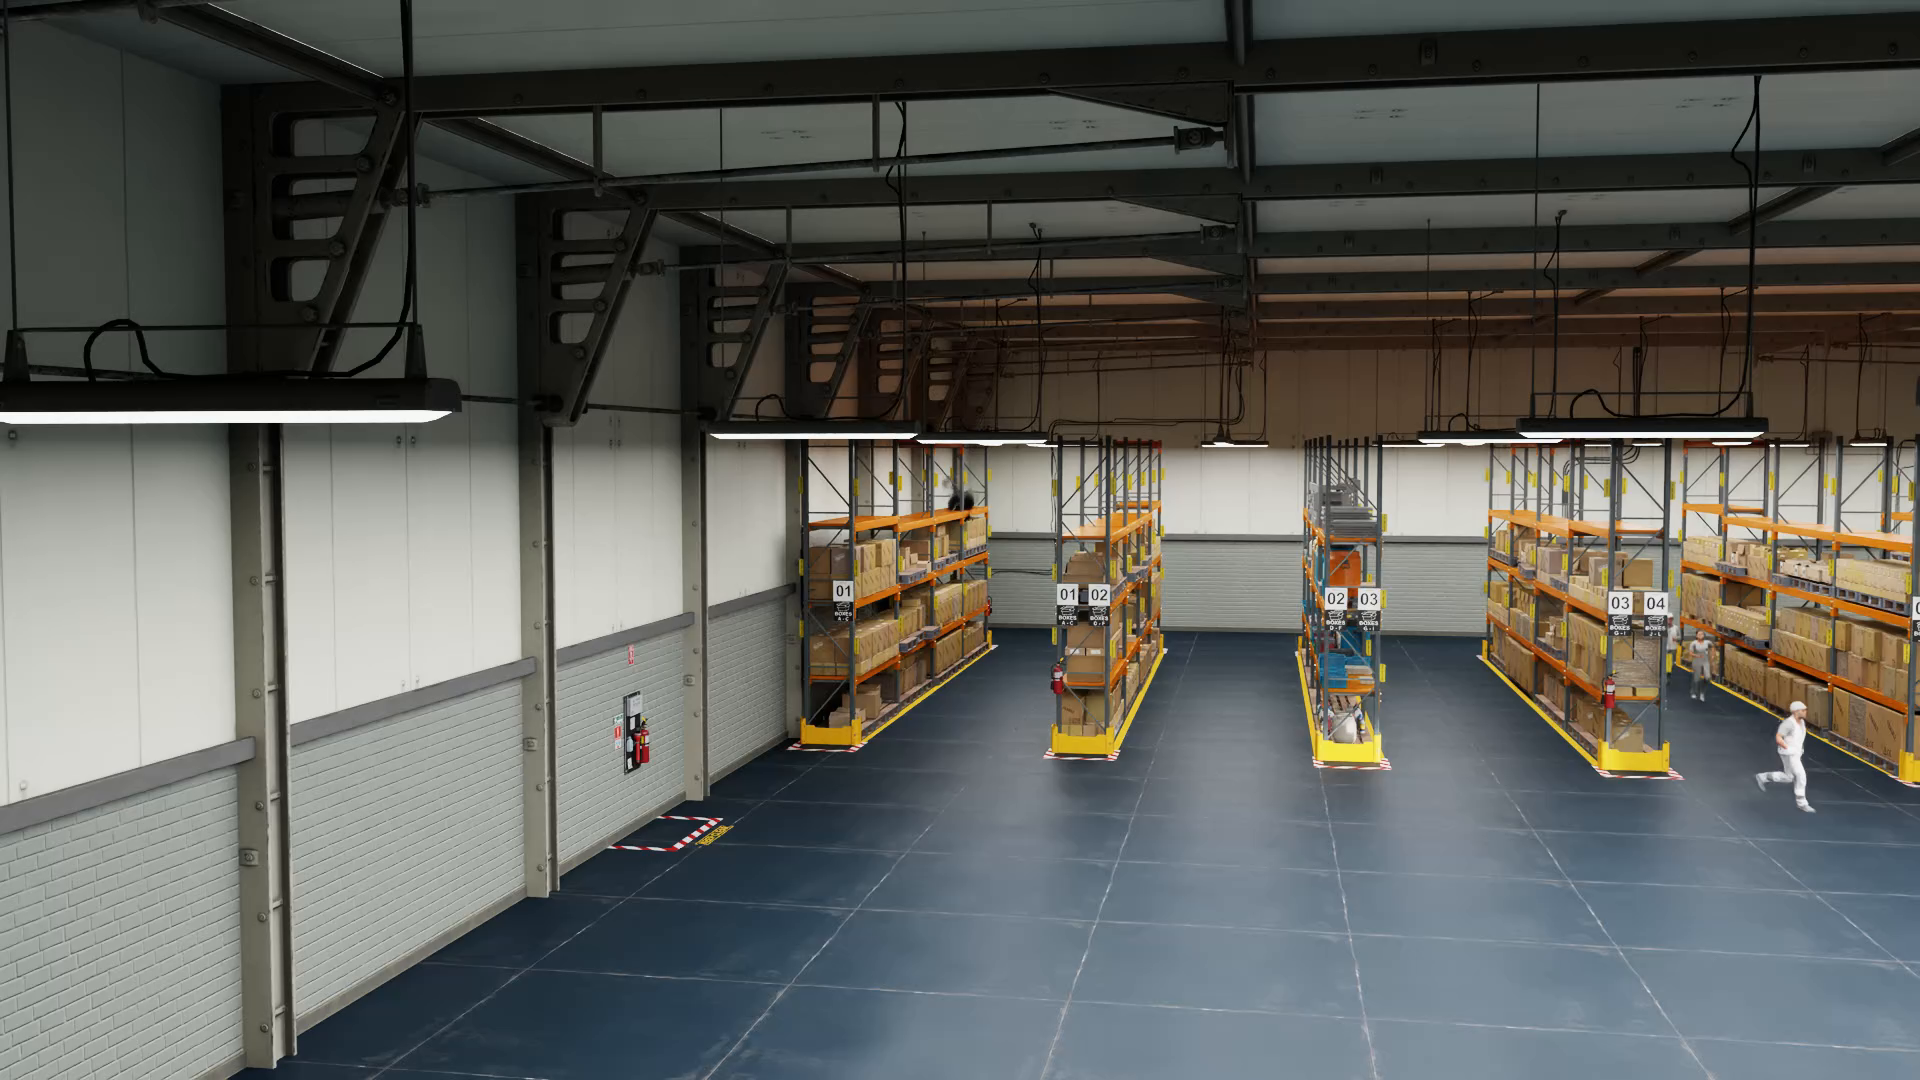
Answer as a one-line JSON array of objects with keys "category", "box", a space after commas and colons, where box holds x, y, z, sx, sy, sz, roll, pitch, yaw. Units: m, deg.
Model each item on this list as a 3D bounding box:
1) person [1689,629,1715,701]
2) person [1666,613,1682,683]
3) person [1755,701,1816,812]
[{"category": "person", "box": [16.851, 2.956, 37.785, 0.574, 1.395, 0.829, 1, 3, 16]}, {"category": "person", "box": [17.213, 2.654, 40.440, 0.630, 1.777, 0.703, 1, 3, 10]}, {"category": "person", "box": [13.190, 3.432, 26.571, 0.937, 1.766, 0.665, 3, 4, 44]}]
